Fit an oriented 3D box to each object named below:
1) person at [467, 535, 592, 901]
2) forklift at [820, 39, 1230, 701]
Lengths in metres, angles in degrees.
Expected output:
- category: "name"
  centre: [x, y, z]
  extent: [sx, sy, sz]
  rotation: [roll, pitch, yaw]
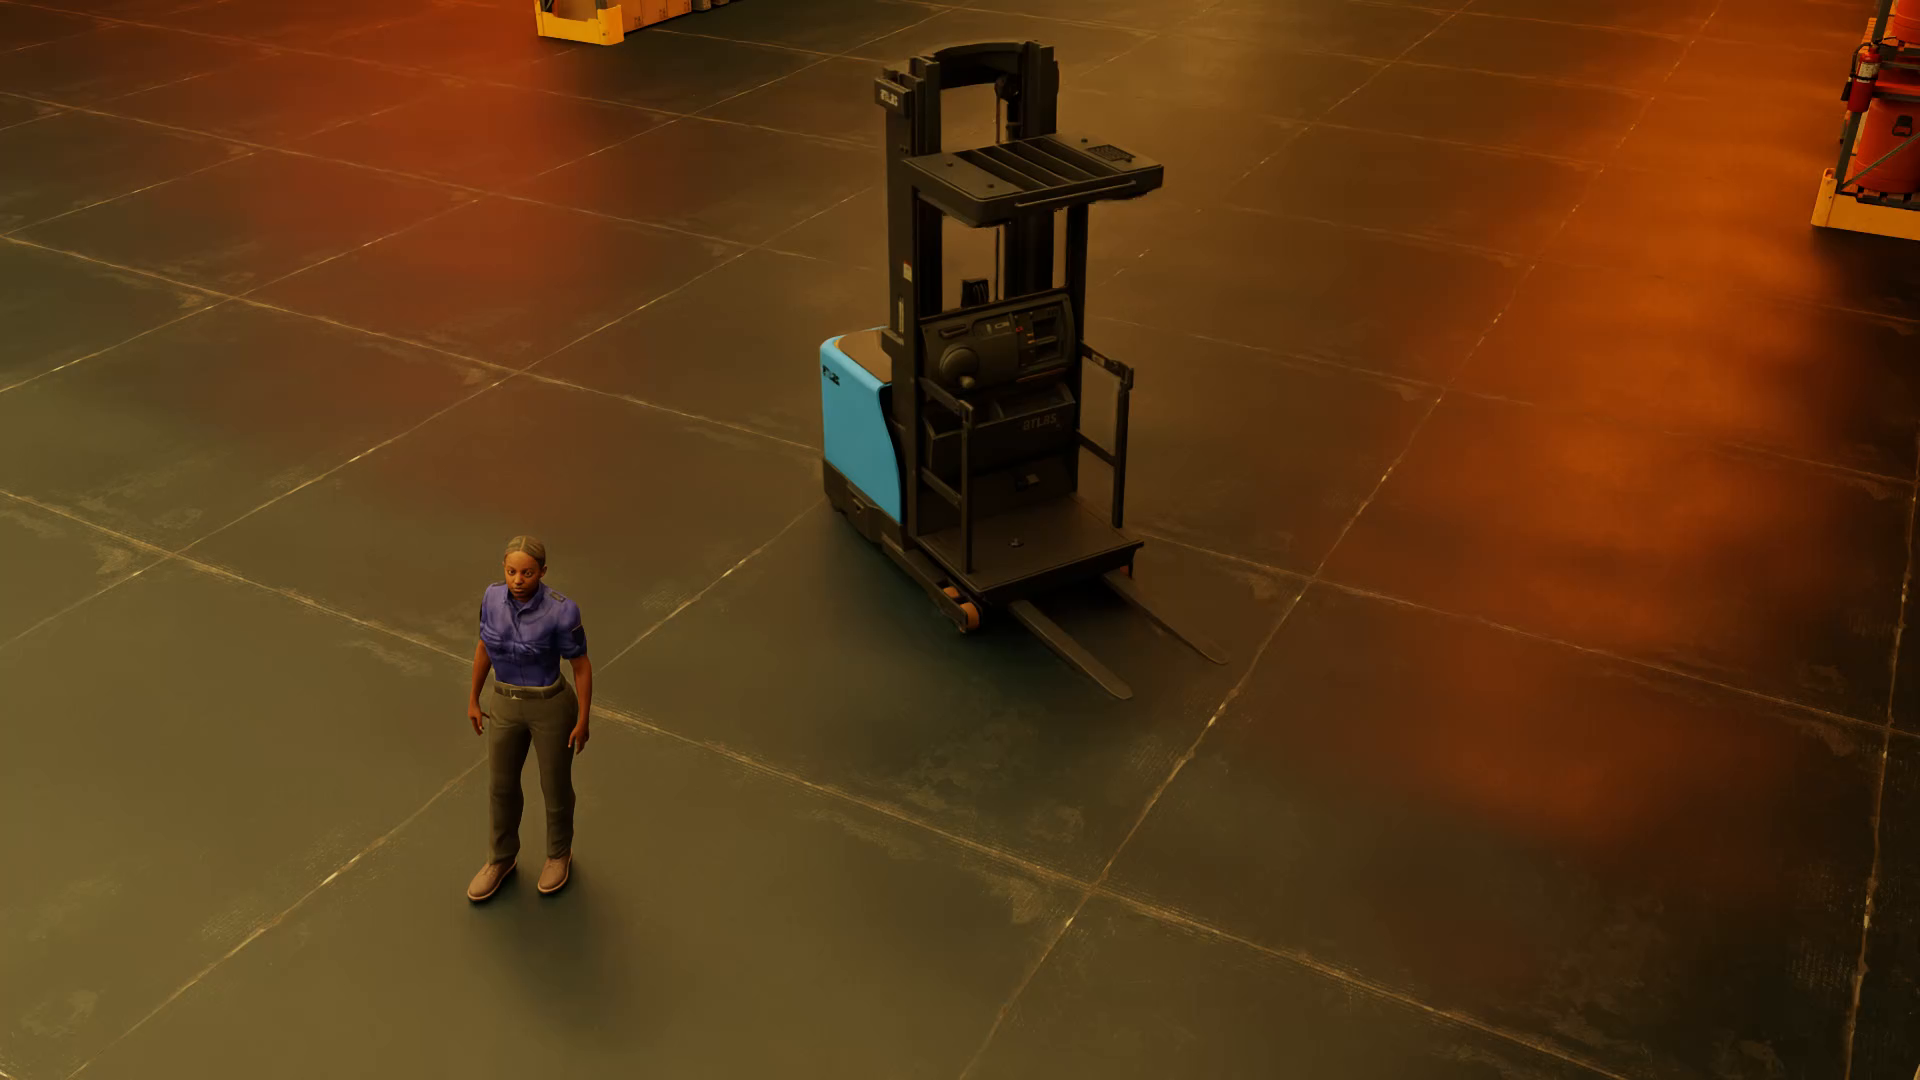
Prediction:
- category: "person"
  centre: [-1.842, 0.768, 7.004]
  extent: [0.569, 1.654, 0.504]
  rotation: [6, 31, 10]
- category: "forklift"
  centre: [0.326, -1.024, 8.845]
  extent: [1.130, 2.935, 3.031]
  rotation: [-16, 34, -26]
